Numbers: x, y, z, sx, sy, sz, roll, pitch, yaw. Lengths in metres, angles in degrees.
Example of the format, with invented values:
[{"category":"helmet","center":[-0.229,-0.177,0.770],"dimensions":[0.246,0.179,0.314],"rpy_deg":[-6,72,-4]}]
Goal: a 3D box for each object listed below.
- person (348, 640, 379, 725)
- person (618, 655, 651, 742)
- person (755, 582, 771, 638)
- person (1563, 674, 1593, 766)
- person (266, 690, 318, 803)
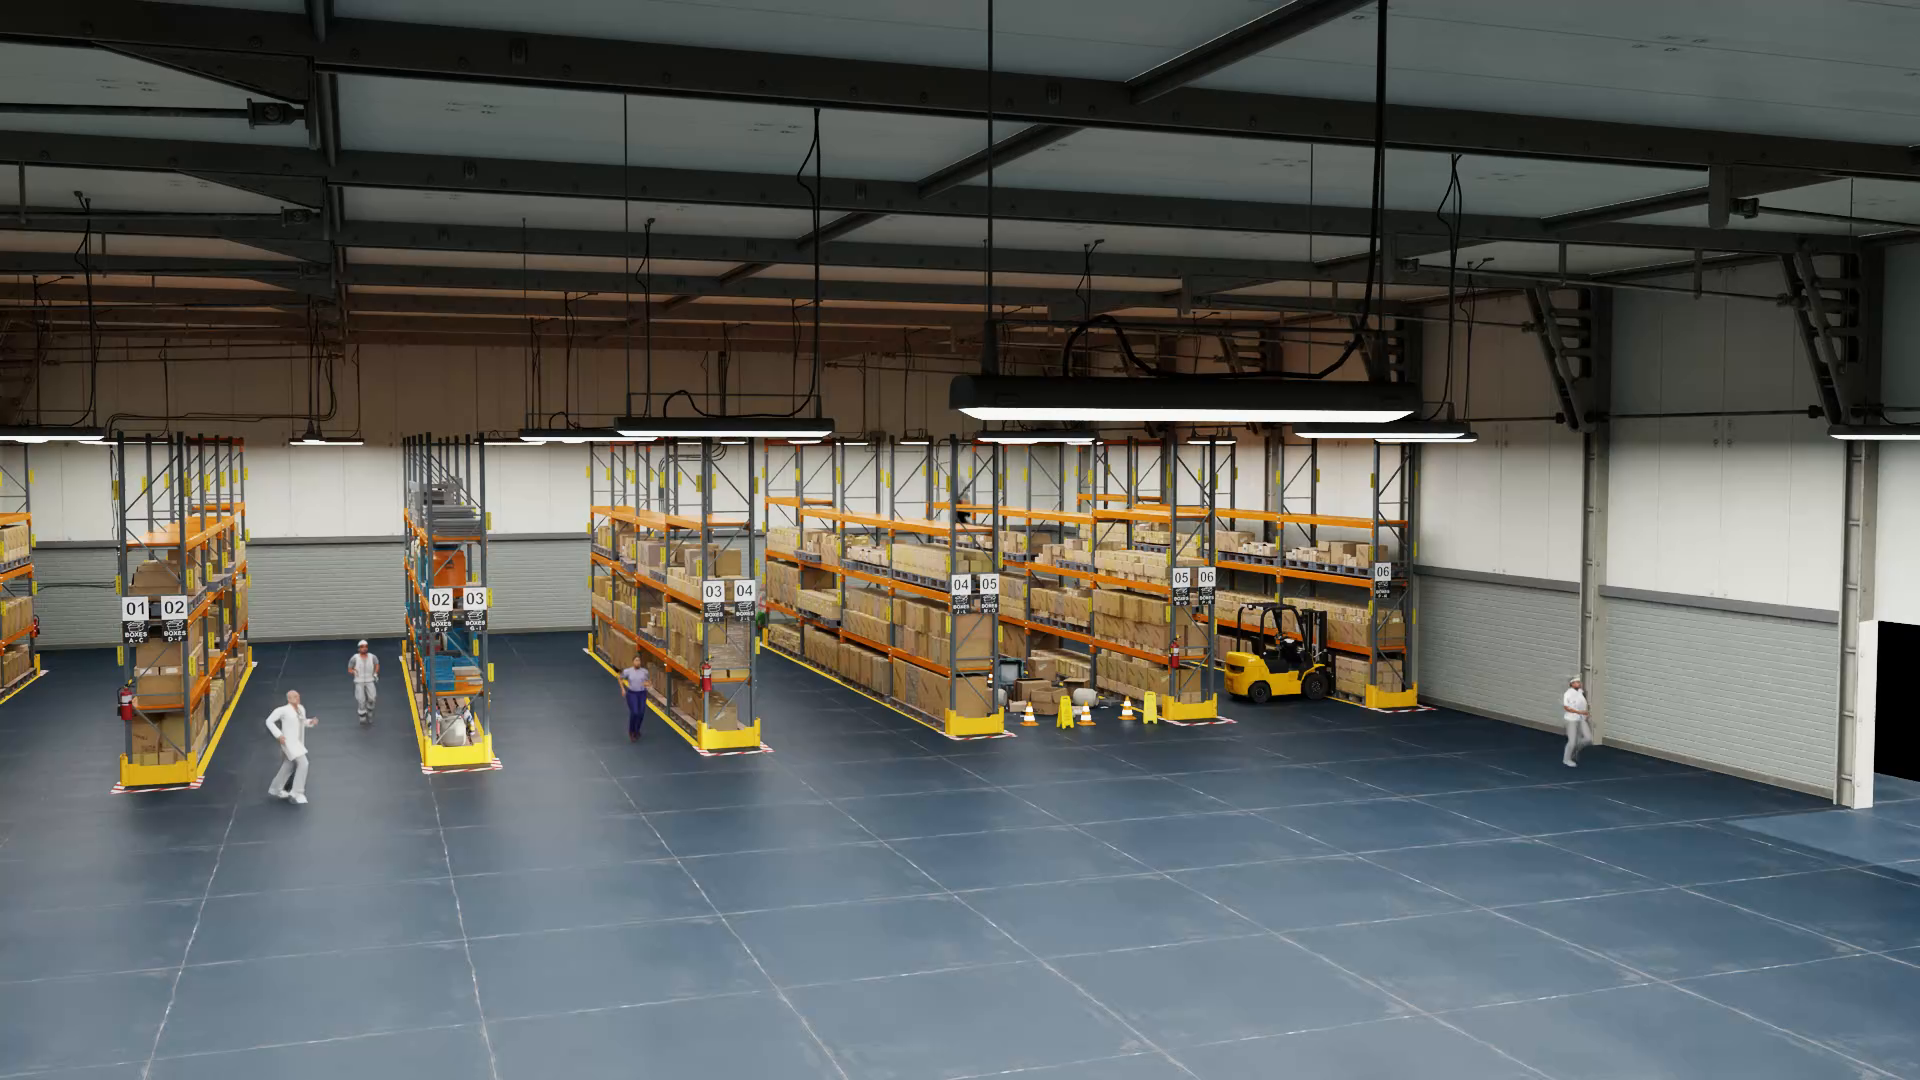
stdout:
[{"category":"person","center":[-12.223,2.940,34.168],"dimensions":[0.628,1.753,0.632],"rpy_deg":[-2,4,-26]},{"category":"person","center":[-6.335,3.105,32.564],"dimensions":[0.574,1.693,0.716],"rpy_deg":[-2,4,-31]},{"category":"person","center":[-5.888,2.117,49.537],"dimensions":[0.639,1.777,0.717],"rpy_deg":[0,3,-7]},{"category":"person","center":[11.094,3.232,29.817],"dimensions":[0.558,1.662,0.577],"rpy_deg":[-1,3,-25]},{"category":"person","center":[-10.829,3.356,26.979],"dimensions":[0.844,1.856,0.665],"rpy_deg":[0,3,7]}]
